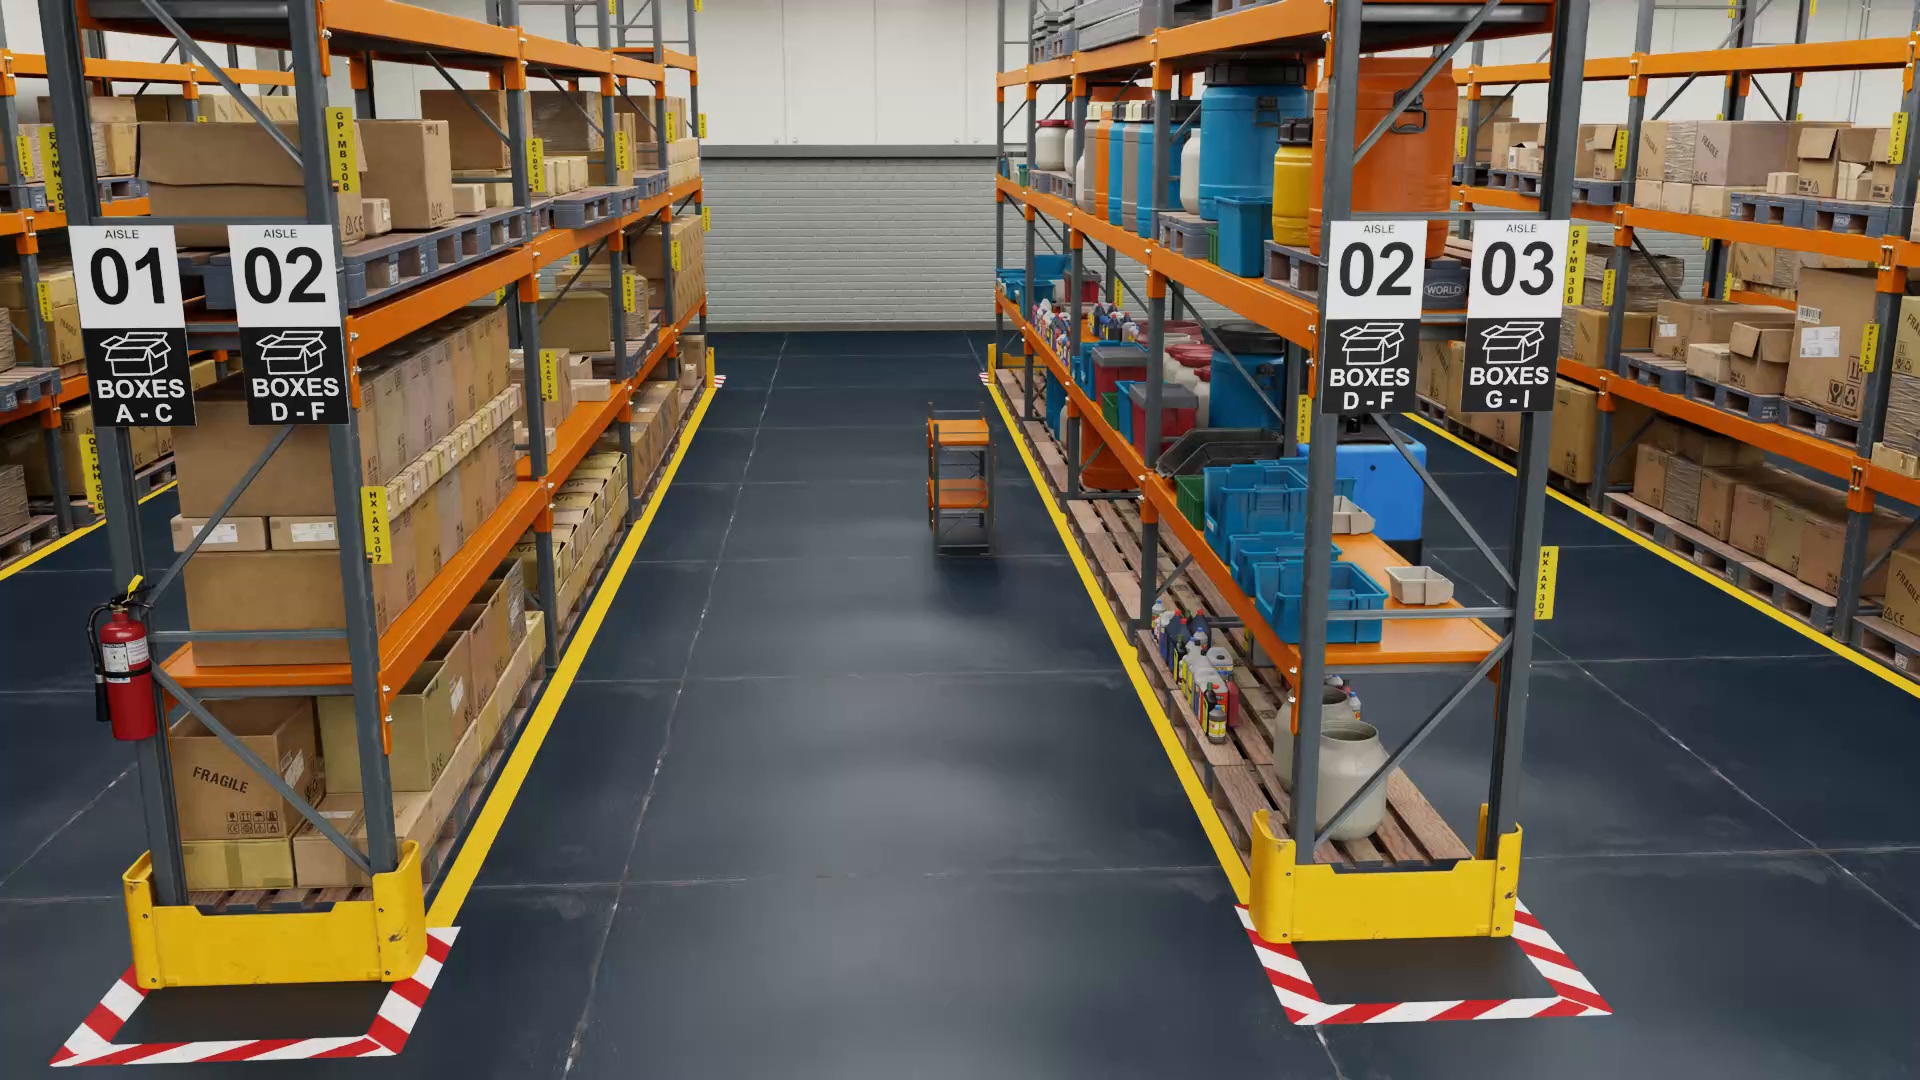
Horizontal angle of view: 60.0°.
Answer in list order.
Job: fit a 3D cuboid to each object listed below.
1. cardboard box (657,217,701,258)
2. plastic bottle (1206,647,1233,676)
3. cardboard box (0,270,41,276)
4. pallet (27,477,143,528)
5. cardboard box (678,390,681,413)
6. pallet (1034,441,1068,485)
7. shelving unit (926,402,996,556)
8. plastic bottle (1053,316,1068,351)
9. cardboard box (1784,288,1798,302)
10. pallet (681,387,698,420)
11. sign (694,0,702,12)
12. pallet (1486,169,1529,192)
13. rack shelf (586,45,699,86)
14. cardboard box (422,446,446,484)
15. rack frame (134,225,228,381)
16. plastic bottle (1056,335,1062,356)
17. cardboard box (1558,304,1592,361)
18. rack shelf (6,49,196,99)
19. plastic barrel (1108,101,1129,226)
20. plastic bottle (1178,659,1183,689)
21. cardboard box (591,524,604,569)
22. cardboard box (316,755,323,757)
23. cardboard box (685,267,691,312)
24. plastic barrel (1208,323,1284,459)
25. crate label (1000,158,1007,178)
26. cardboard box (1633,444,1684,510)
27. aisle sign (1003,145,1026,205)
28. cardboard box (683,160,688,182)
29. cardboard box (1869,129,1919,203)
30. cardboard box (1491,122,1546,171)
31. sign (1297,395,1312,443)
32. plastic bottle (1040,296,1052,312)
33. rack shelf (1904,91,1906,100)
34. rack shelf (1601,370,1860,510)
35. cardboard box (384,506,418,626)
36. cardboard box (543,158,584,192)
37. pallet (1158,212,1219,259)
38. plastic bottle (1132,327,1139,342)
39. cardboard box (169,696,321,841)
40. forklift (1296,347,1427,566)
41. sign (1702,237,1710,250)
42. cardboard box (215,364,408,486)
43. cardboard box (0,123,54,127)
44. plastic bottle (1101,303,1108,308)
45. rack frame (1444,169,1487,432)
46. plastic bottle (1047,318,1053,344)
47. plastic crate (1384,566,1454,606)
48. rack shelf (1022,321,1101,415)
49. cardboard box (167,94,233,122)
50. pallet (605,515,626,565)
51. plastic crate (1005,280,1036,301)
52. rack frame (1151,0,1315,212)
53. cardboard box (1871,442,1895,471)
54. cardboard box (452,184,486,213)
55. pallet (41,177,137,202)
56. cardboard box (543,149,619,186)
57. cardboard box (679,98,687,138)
[{"bbox_3d":[-3.614,-3.876,21.363,0.500,0.500,0.500,0,14,-2],"label":"cardboard box"},{"bbox_3d":[1.559,0.791,10.016,0.152,0.276,0.135,-1,14,-3],"label":"plastic bottle"},{"bbox_3d":[-8.712,-2.311,15.146,0.500,0.250,0.500,-1,14,-5],"label":"cardboard box"},{"bbox_3d":[-8.370,-0.355,15.482,1.003,0.211,1.213,-1,14,-3],"label":"pallet"},{"bbox_3d":[-3.511,-1.599,19.234,0.500,0.311,0.500,-1,14,-3],"label":"cardboard box"},{"bbox_3d":[1.328,-0.809,17.246,1.003,0.211,1.213,-1,14,-3],"label":"pallet"},{"bbox_3d":[0.000,-0.546,14.393,0.538,1.125,1.048,-1,14,-3],"label":"shelving unit"},{"bbox_3d":[1.001,-2.056,16.595,0.144,0.351,0.185,-1,14,-3],"label":"plastic bottle"},{"bbox_3d":[10.724,-3.117,21.126,0.380,0.149,0.250,-1,14,-2],"label":"cardboard box"},{"bbox_3d":[-3.821,-1.705,20.729,1.003,0.211,1.213,-1,14,-3],"label":"pallet"},{"bbox_3d":[-3.393,-7.013,21.532,0.100,0.325,0.005,-1,14,-3],"label":"sign"},{"bbox_3d":[6.293,-3.865,17.893,0.805,0.209,1.217,-1,15,-6],"label":"pallet"},{"bbox_3d":[-3.825,-5.633,19.811,1.077,0.370,4.000,-1,14,-3],"label":"rack shelf"},{"bbox_3d":[-2.848,-0.380,8.480,0.380,0.149,0.250,-1,14,-4],"label":"cardboard box"},{"bbox_3d":[-8.645,-2.503,18.235,1.000,3.000,0.127,-1,14,-3],"label":"rack frame"},{"bbox_3d":[0.995,-1.915,16.347,0.097,0.201,0.097,0,14,0],"label":"plastic bottle"},{"bbox_3d":[6.132,-2.029,16.192,0.500,0.500,0.500,-1,14,-4],"label":"cardboard box"},{"bbox_3d":[-8.521,-4.369,15.693,1.077,0.370,4.000,-1,14,-3],"label":"rack shelf"},{"bbox_3d":[1.410,-2.810,12.403,0.600,0.901,0.708,-1,14,-3],"label":"plastic barrel"},{"bbox_3d":[1.381,0.801,10.128,0.097,0.201,0.097,0,14,0],"label":"plastic bottle"},{"bbox_3d":[-3.078,0.051,12.984,0.500,0.250,0.500,-1,14,-2],"label":"cardboard box"},{"bbox_3d":[-3.361,1.155,8.693,0.500,0.250,0.500,-1,14,-3],"label":"cardboard box"},{"bbox_3d":[-3.524,-3.011,20.010,0.500,0.500,0.500,-1,14,-4],"label":"cardboard box"},{"bbox_3d":[2.018,-1.010,11.425,0.600,0.901,0.708,-1,14,-3],"label":"plastic barrel"},{"bbox_3d":[0.730,-4.797,21.429,0.408,0.251,0.502,-1,14,-3],"label":"crate label"},{"bbox_3d":[6.496,-0.574,14.870,0.700,0.500,0.500,-2,15,-6],"label":"cardboard box"},{"bbox_3d":[0.695,-4.923,22.423,0.394,0.787,0.004,-1,14,-3],"label":"aisle sign"},{"bbox_3d":[-3.575,-4.458,20.115,0.500,0.250,0.500,-1,14,-3],"label":"cardboard box"},{"bbox_3d":[6.752,-2.567,11.415,0.797,0.503,0.637,-2,15,-6],"label":"cardboard box"},{"bbox_3d":[6.233,-4.293,18.128,0.700,0.500,0.500,-1,14,-2],"label":"cardboard box"},{"bbox_3d":[2.289,-0.806,11.084,0.100,0.325,0.005,-1,14,-3],"label":"sign"},{"bbox_3d":[0.944,-2.529,18.436,0.144,0.351,0.185,-1,14,-3],"label":"plastic bottle"},{"bbox_3d":[11.268,-4.650,16.785,1.077,0.370,4.000,-1,14,-3],"label":"rack shelf"},{"bbox_3d":[6.559,-0.892,13.416,1.077,0.370,4.000,-1,14,-3],"label":"rack shelf"},{"bbox_3d":[-3.011,0.109,7.883,0.700,0.500,0.500,-1,14,-2],"label":"cardboard box"},{"bbox_3d":[-3.318,-2.927,13.321,0.500,0.250,0.500,0,14,-2],"label":"cardboard box"},{"bbox_3d":[1.881,-1.850,10.054,1.213,0.211,1.003,-1,14,-3],"label":"pallet"},{"bbox_3d":[1.750,-1.970,16.423,0.097,0.271,0.097,0,14,0],"label":"plastic bottle"},{"bbox_3d":[-3.287,1.040,7.634,0.500,0.500,0.500,-1,14,-3],"label":"cardboard box"},{"bbox_3d":[3.113,-1.486,14.420,1.130,2.935,3.031,-1,14,-3],"label":"forklift"},{"bbox_3d":[10.354,-4.189,23.052,0.100,0.325,0.005,-1,14,-3],"label":"sign"},{"bbox_3d":[-3.015,-0.533,7.773,0.700,0.500,0.500,-1,14,-5],"label":"cardboard box"},{"bbox_3d":[-8.591,-3.611,15.437,0.700,0.500,0.500,0,14,-1],"label":"cardboard box"},{"bbox_3d":[1.591,-2.503,18.483,0.152,0.276,0.135,-1,14,-3],"label":"plastic bottle"},{"bbox_3d":[6.187,-2.732,19.126,1.000,3.000,0.127,-1,14,-3],"label":"rack frame"},{"bbox_3d":[0.943,-2.155,17.142,0.097,0.271,0.097,0,14,0],"label":"plastic bottle"},{"bbox_3d":[2.253,0.229,8.147,0.298,0.136,0.250,-1,14,-3],"label":"plastic crate"},{"bbox_3d":[1.367,-1.810,16.985,1.077,0.370,4.000,-1,14,-3],"label":"rack shelf"},{"bbox_3d":[-8.409,-4.680,18.427,0.500,0.500,0.500,-1,14,-4],"label":"cardboard box"},{"bbox_3d":[-3.441,-0.030,14.218,1.003,0.211,1.213,-1,14,-3],"label":"pallet"},{"bbox_3d":[0.783,-3.130,20.888,0.416,0.233,0.300,-1,14,-3],"label":"plastic crate"},{"bbox_3d":[1.739,-3.572,10.349,1.000,3.000,0.127,-1,14,-3],"label":"rack frame"},{"bbox_3d":[6.396,-0.563,11.199,0.380,0.149,0.250,-1,14,-3],"label":"cardboard box"},{"bbox_3d":[-2.857,-1.897,9.241,0.380,0.149,0.250,-1,14,-3],"label":"cardboard box"},{"bbox_3d":[-8.562,-3.307,15.718,1.003,0.211,1.213,0,14,-1],"label":"pallet"},{"bbox_3d":[-3.513,-3.195,14.703,0.910,0.500,0.500,-1,14,-3],"label":"cardboard box"},{"bbox_3d":[-3.900,-5.433,21.395,0.700,0.500,0.500,-1,14,-3],"label":"cardboard box"}]
